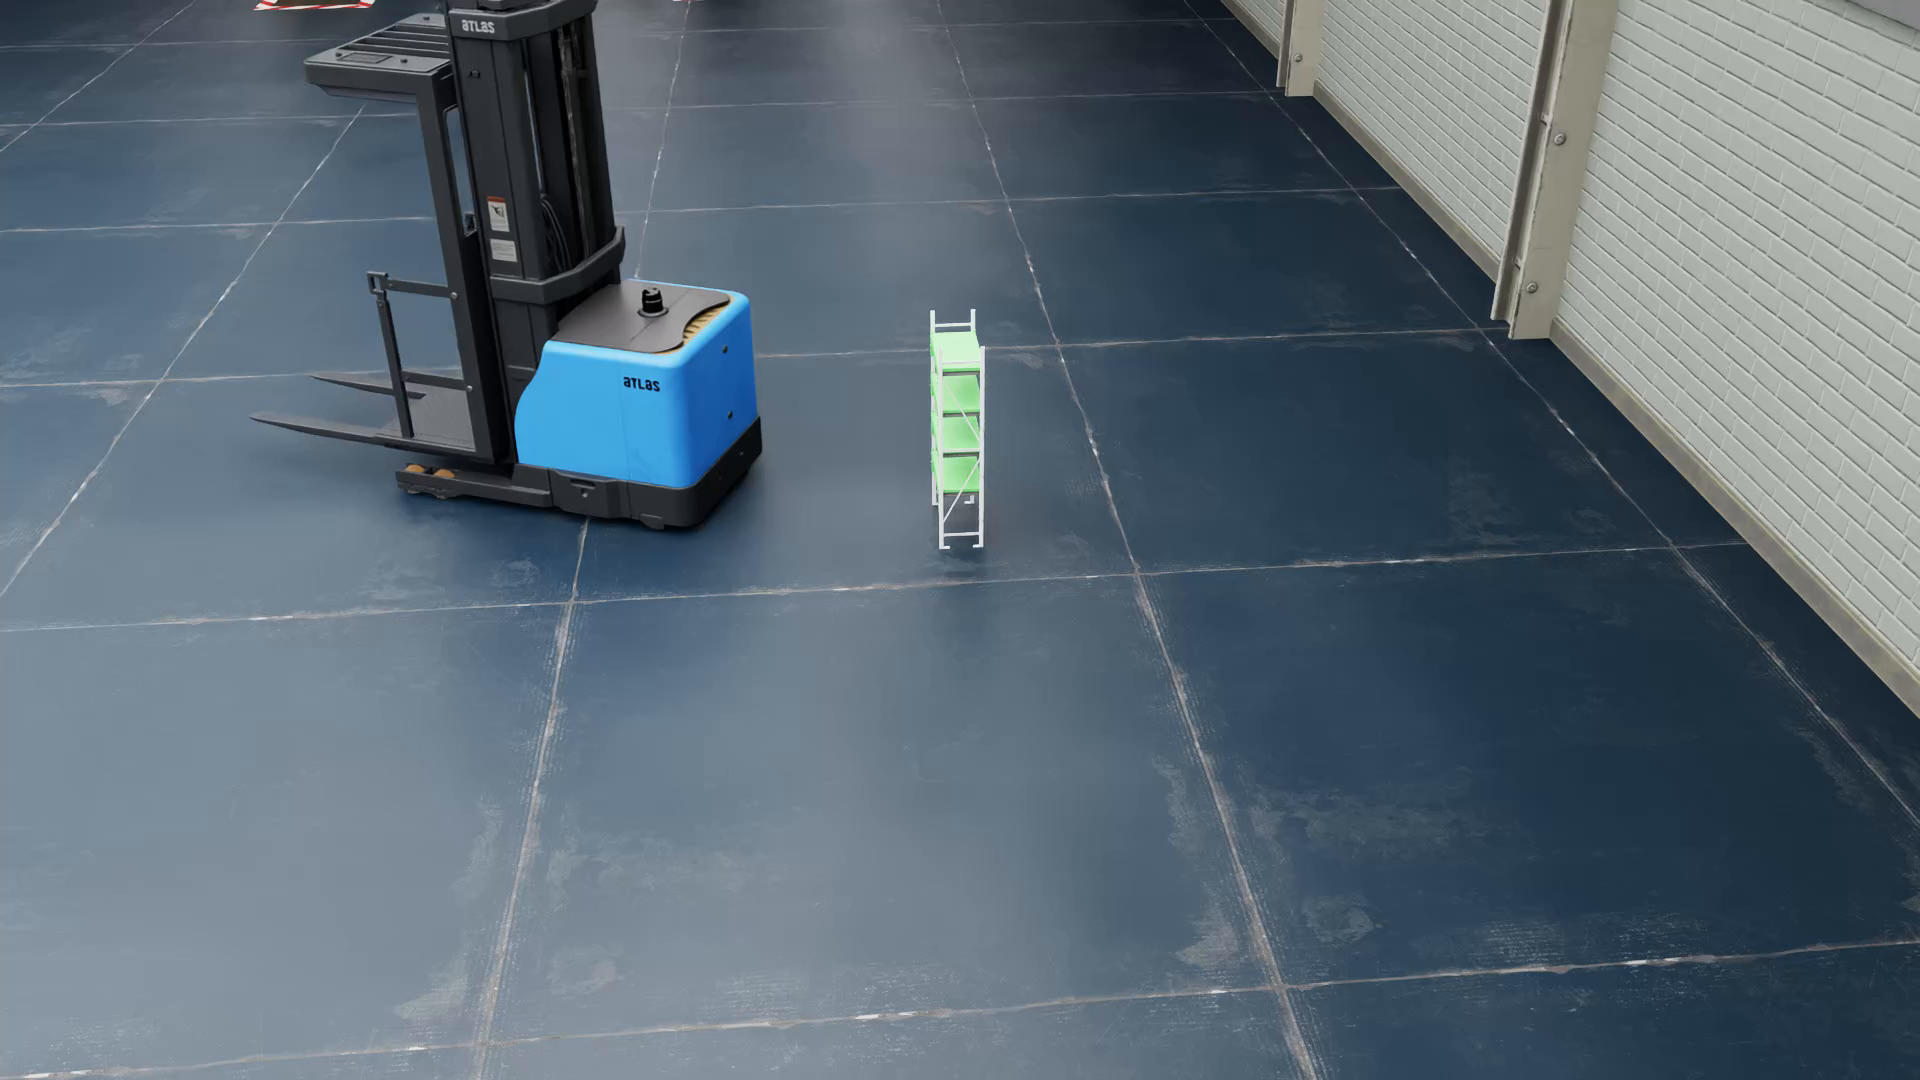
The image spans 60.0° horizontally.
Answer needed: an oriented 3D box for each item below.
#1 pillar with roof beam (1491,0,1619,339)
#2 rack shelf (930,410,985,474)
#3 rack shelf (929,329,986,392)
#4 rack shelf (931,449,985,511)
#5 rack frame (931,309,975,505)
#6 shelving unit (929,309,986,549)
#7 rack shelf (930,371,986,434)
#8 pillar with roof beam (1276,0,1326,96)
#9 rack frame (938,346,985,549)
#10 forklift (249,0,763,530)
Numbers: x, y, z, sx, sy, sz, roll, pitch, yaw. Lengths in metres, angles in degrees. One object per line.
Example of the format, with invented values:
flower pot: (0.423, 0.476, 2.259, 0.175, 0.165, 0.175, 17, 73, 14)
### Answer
pillar with roof beam: (-0.311, -5.164, 9.120, 9.100, 9.000, 0.400, -3, 31, -5)
rack shelf: (-0.016, -0.545, 9.117, 0.258, 0.148, 0.480, -3, 31, -5)
rack shelf: (-0.016, -0.957, 8.870, 0.258, 0.148, 0.480, -3, 31, -5)
rack shelf: (-0.015, -0.339, 9.240, 0.258, 0.148, 0.480, -3, 31, -5)
rack frame: (-0.038, -0.724, 9.292, 0.240, 1.200, 0.015, -3, 31, -5)
shelving unit: (-0.016, -0.600, 9.084, 0.258, 1.200, 0.503, -3, 31, -5)
rack shelf: (-0.016, -0.751, 8.994, 0.258, 0.148, 0.480, -3, 31, -5)
pillar with roof beam: (-0.872, -8.227, 14.249, 9.100, 9.000, 0.400, -3, 31, -5)
rack frame: (0.007, -0.475, 8.875, 0.240, 1.200, 0.015, -3, 31, -5)
forklift: (-2.764, -1.745, 9.313, 3.031, 2.935, 1.130, 9, 32, 15)
